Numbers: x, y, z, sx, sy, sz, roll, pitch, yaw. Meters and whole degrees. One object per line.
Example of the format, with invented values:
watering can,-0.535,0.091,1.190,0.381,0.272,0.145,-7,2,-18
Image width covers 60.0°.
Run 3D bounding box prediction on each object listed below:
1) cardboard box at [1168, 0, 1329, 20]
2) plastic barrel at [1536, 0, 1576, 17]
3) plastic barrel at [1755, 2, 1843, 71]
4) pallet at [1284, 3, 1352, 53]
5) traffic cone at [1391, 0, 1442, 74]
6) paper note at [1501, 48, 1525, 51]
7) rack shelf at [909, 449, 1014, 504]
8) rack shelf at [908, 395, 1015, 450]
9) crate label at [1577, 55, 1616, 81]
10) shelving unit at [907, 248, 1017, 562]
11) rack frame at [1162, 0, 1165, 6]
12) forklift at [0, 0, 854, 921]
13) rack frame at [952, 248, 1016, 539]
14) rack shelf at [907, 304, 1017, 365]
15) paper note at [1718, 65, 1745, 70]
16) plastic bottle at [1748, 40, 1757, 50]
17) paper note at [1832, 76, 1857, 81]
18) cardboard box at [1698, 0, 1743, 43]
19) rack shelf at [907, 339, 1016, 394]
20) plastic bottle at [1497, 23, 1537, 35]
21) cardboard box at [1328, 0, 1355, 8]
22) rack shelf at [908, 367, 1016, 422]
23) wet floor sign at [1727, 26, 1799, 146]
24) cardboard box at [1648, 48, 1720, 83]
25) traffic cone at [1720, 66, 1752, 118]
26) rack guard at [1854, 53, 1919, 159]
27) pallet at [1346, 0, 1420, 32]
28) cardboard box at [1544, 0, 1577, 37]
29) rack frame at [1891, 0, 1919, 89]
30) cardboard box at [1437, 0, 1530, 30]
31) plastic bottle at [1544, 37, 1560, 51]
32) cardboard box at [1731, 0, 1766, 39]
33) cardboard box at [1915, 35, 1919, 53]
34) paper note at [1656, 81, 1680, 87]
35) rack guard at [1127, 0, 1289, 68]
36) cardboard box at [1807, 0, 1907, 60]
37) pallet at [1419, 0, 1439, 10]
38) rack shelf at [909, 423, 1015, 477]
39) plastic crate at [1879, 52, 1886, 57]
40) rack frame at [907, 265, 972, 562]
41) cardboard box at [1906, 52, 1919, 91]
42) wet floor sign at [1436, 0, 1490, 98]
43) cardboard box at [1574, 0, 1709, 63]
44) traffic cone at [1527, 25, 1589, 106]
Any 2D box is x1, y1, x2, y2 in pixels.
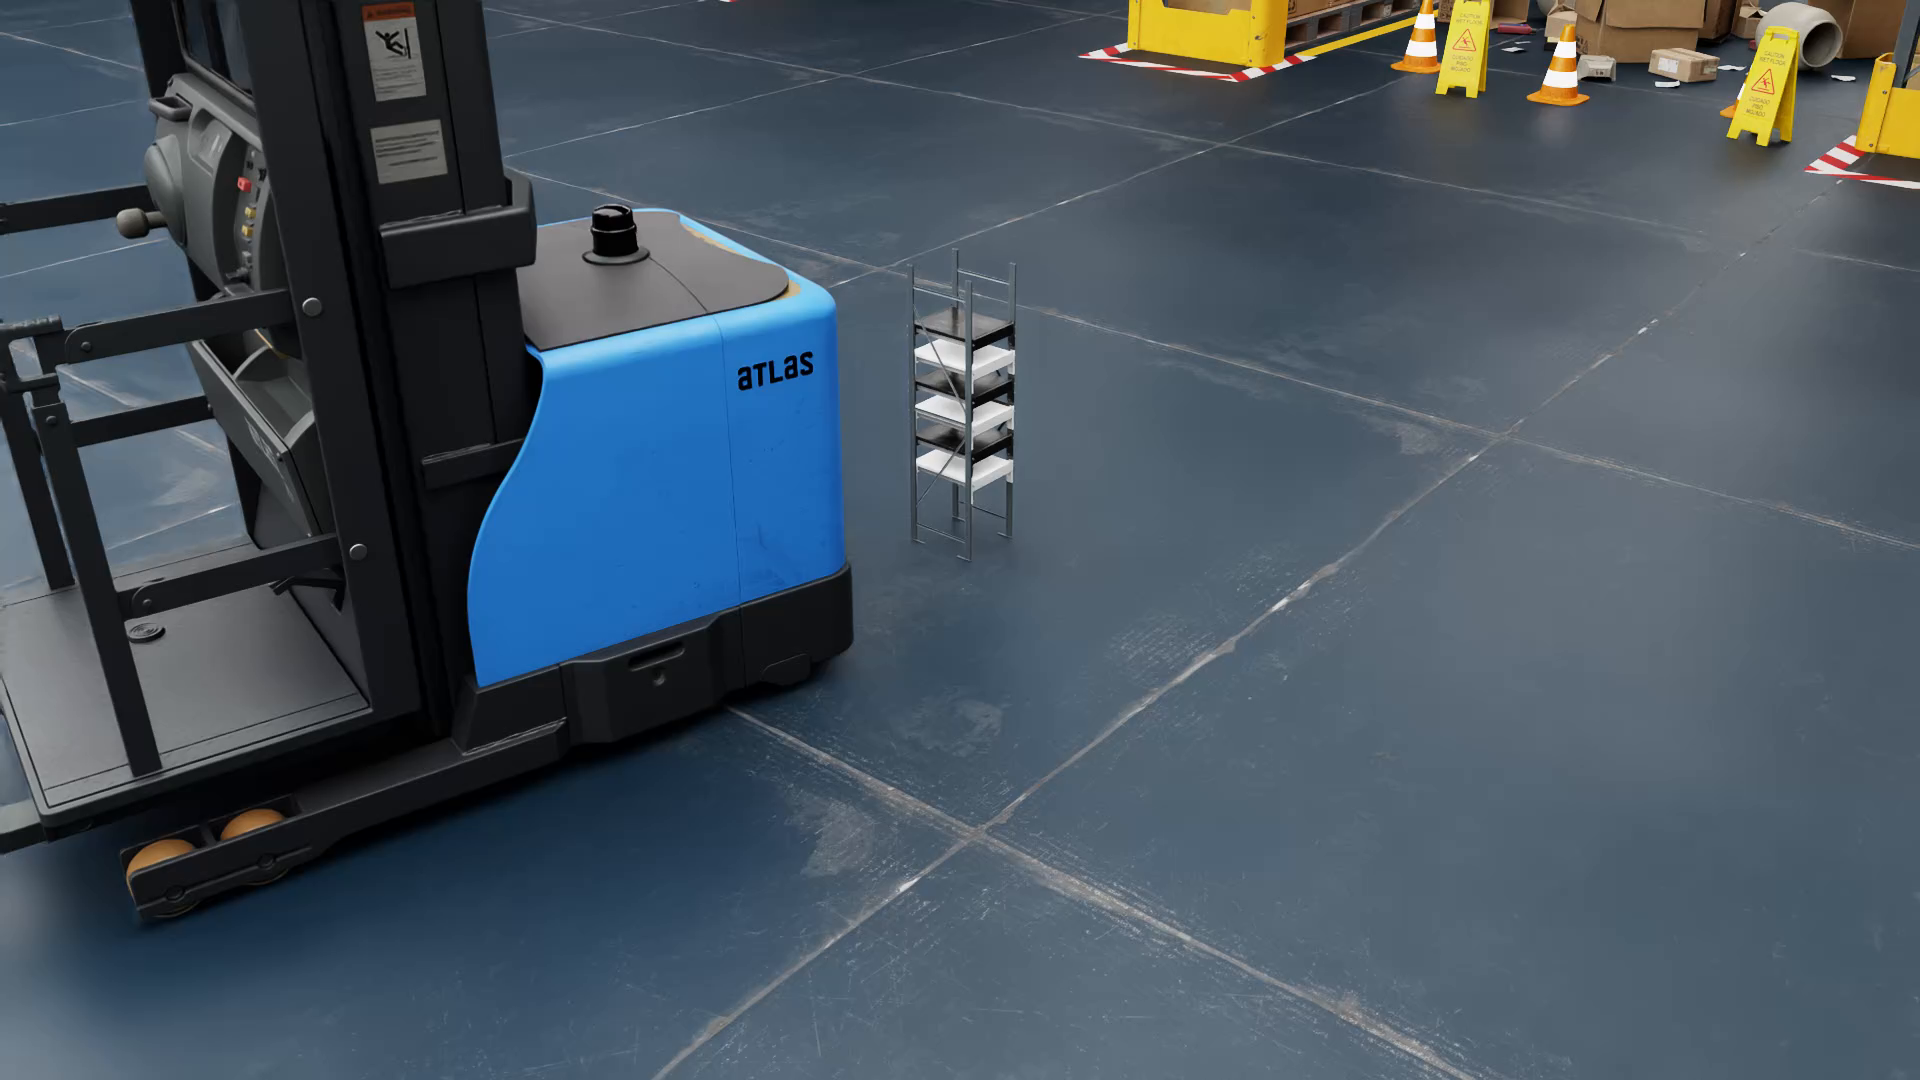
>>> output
cardboard box,2.165,-4.368,12.285,0.875,0.875,0.875,21,34,35
plastic barrel,4.791,-4.289,13.080,0.421,0.421,0.512,-5,28,-9
plastic barrel,5.814,-3.485,11.527,0.421,0.421,0.512,-5,28,-9
pallet,2.232,-3.934,12.624,1.003,0.211,1.213,21,34,34
traffic cone,3.218,-3.512,11.536,0.336,0.463,0.334,21,34,34
paper note,4.065,-3.591,12.161,0.142,0.017,0.144,-15,31,-27
rack shelf,0.005,-0.213,5.147,0.258,0.077,0.200,21,34,34
rack shelf,0.005,-0.373,5.064,0.258,0.077,0.200,21,34,34
crate label,4.326,-3.214,11.313,0.250,0.136,0.298,4,28,8
shelving unit,0.005,-0.403,5.049,0.258,0.900,0.210,21,34,34
rack frame,1.784,-4.866,11.391,1.000,3.000,0.127,21,34,34
forklift,-1.791,-0.751,3.511,3.031,2.935,1.130,-18,32,-31
rack frame,0.070,-0.439,5.118,0.240,0.900,0.006,21,34,34
rack shelf,0.005,-0.613,4.940,0.258,0.077,0.200,21,34,34
paper note,5.389,-3.305,11.619,0.142,0.019,0.148,-15,31,-27
plastic bottle,5.944,-3.659,12.256,0.283,0.061,0.133,-21,34,-35
paper note,6.008,-3.145,11.297,0.142,0.019,0.148,9,29,17
cardboard box,5.420,-4.103,12.486,0.797,0.637,0.503,21,34,34
rack shelf,0.005,-0.533,4.981,0.258,0.077,0.200,21,34,34
plastic bottle,4.281,-3.925,12.770,0.283,0.061,0.133,9,29,17
cardboard box,2.723,-4.681,12.889,0.875,0.875,0.875,20,34,34
rack shelf,0.005,-0.453,5.023,0.258,0.077,0.200,21,34,34
wet floor sign,4.722,-2.655,9.679,0.232,0.644,0.267,-15,31,-27
cardboard box,4.943,-3.244,11.358,0.250,0.149,0.380,-10,29,-18
traffic cone,4.946,-2.858,10.270,0.336,0.463,0.334,21,34,34
rack guard,5.716,-2.372,9.290,1.175,0.500,0.348,21,34,34
pallet,3.009,-4.364,13.456,1.003,0.211,1.213,21,34,34
cardboard box,4.656,-3.922,12.542,0.258,0.266,0.396,-21,34,-35
rack frame,5.668,-3.455,8.664,1.000,3.000,0.127,21,34,34
cardboard box,4.133,-4.325,13.063,0.500,0.500,0.500,-21,34,-35
plastic bottle,4.387,-3.667,12.272,0.133,0.061,0.283,9,29,17
cardboard box,6.038,-3.997,12.688,0.258,0.266,0.396,0,27,0
cardboard box,5.976,-3.114,9.723,0.500,0.500,0.500,21,34,35
paper note,4.733,-3.053,11.118,0.148,0.019,0.142,9,29,17
rack guard,1.769,-3.747,11.949,1.175,0.500,0.348,21,34,34
cardboard box,6.481,-3.782,12.013,0.500,0.500,0.500,-5,28,-9
pallet,3.784,-4.799,14.296,1.003,0.211,1.213,21,34,34
rack shelf,0.005,-0.293,5.105,0.258,0.077,0.200,21,34,34
plastic crate,6.581,-3.259,11.463,0.402,0.080,0.583,9,29,17
rack frame,-0.059,-0.367,4.979,0.240,0.900,0.006,21,34,34
cardboard box,5.990,-2.794,9.922,0.500,0.250,0.500,21,34,34
wet floor sign,3.294,-3.231,10.794,0.267,0.644,0.232,15,31,26
cardboard box,4.832,-3.709,11.872,0.797,0.503,0.637,0,27,0
traffic cone,3.873,-3.061,10.664,0.336,0.463,0.334,21,34,34
